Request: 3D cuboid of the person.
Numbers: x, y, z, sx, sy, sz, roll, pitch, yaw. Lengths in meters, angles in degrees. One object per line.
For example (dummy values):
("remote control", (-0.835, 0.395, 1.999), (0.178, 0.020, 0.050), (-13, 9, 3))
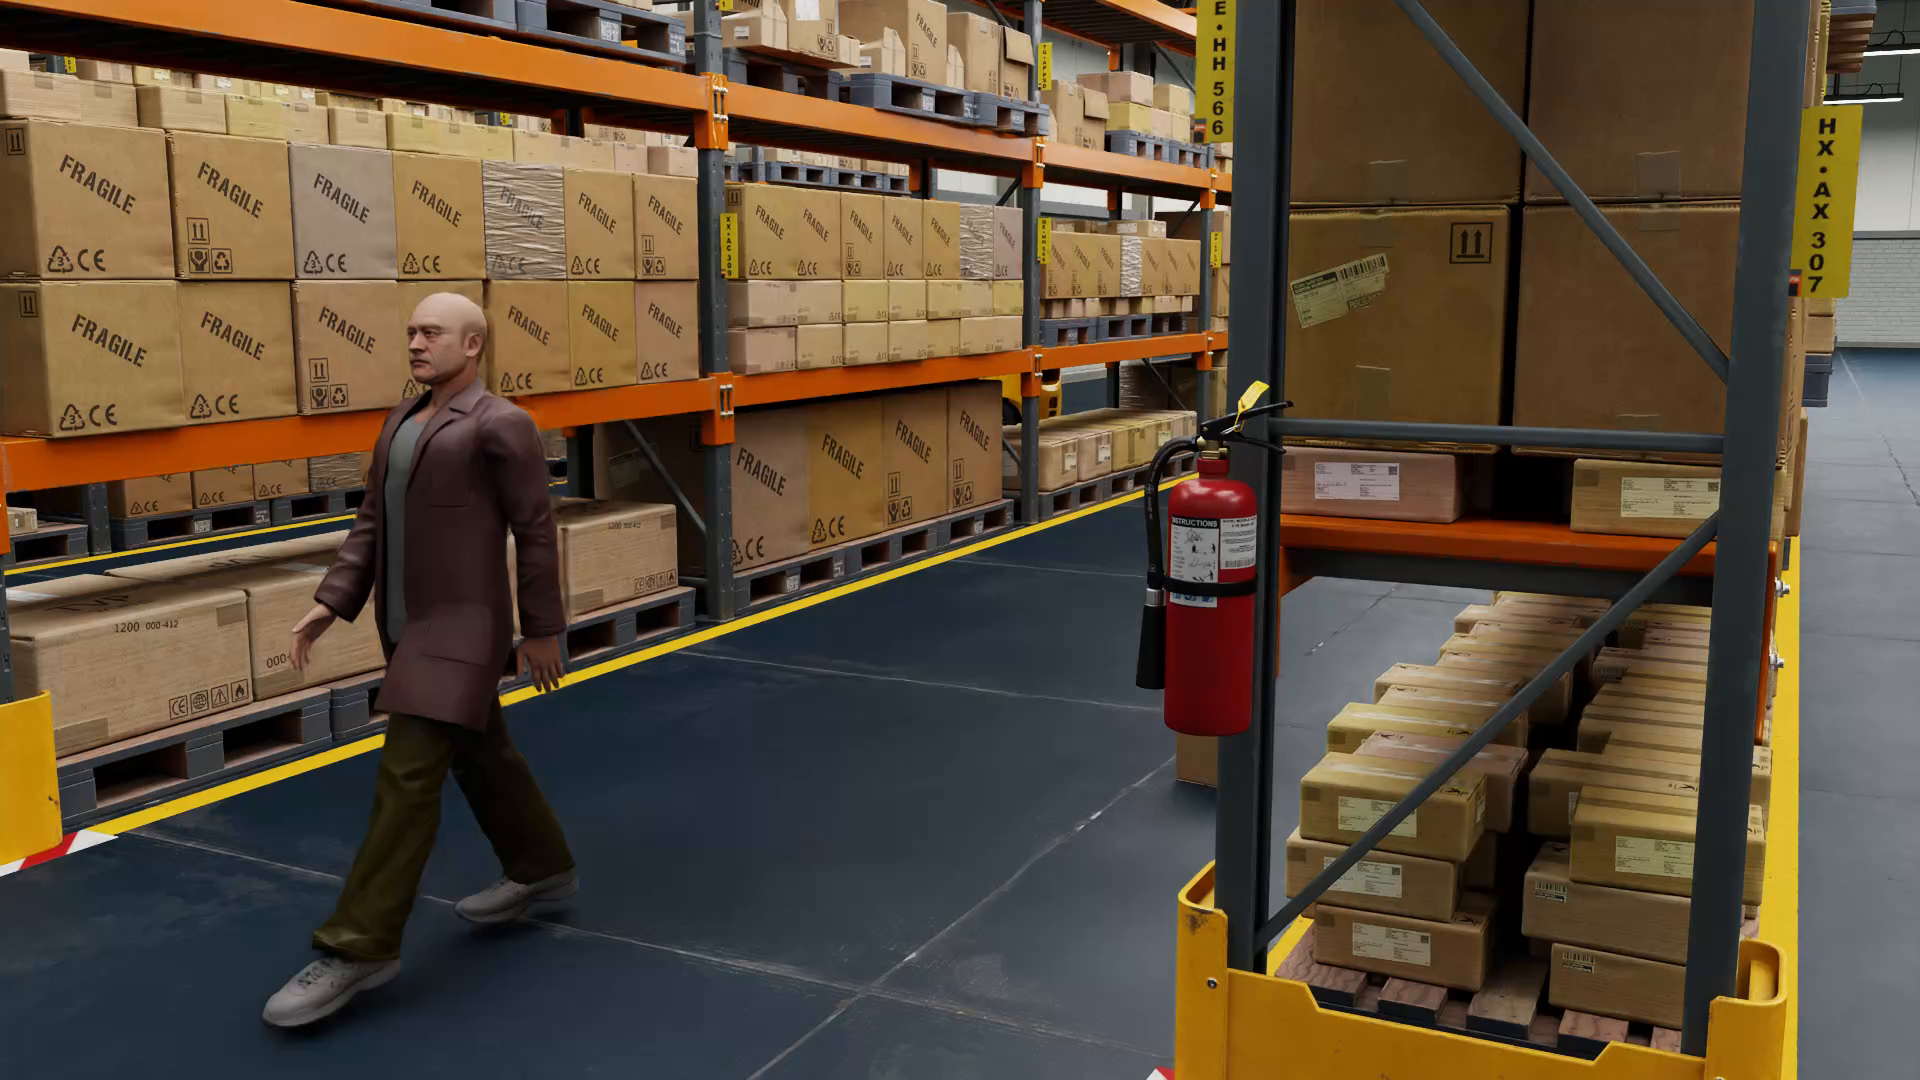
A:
("person", (-1.431, 0.236, 4.304), (0.571, 1.733, 1.022), (8, 12, 42))
